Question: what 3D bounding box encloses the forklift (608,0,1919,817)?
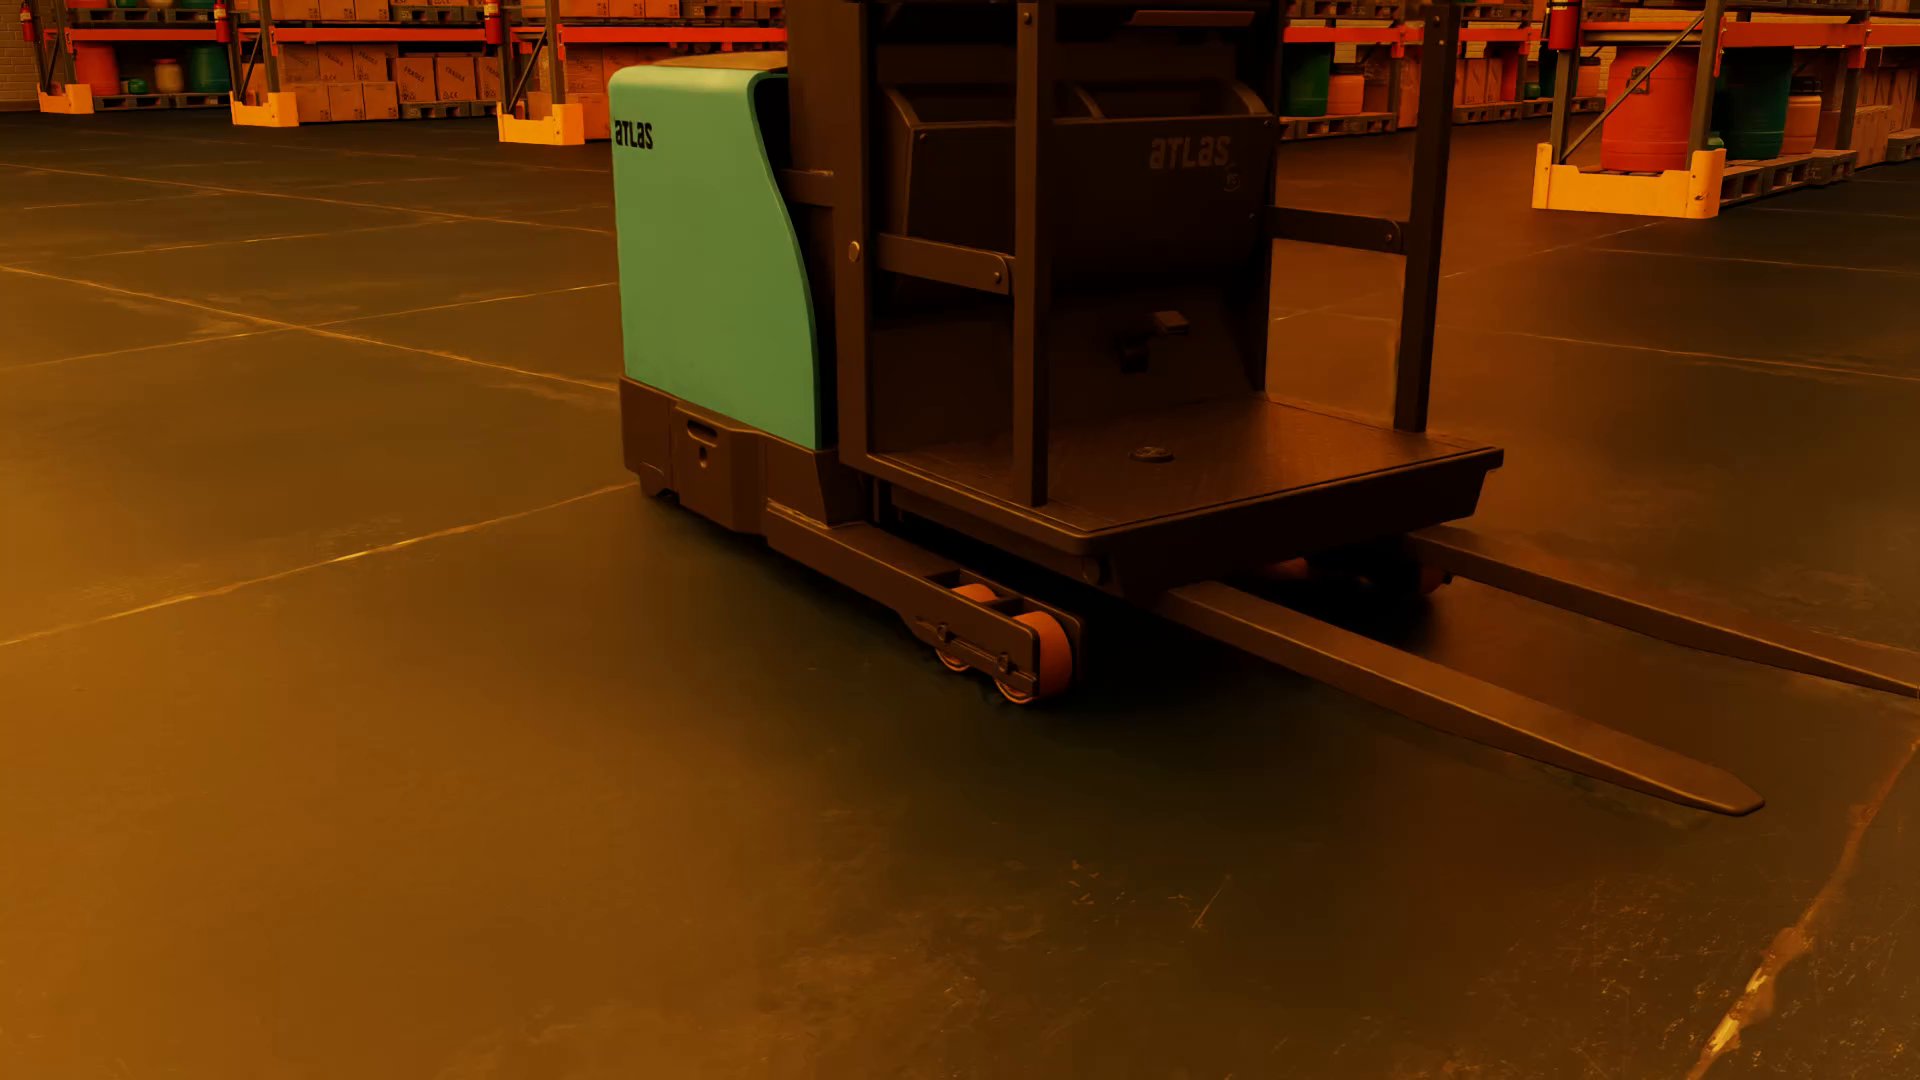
[{"bbox_3d":[0.376,-1.267,3.069,1.130,2.935,3.031,-11,20,-33],"label":"forklift"}]
